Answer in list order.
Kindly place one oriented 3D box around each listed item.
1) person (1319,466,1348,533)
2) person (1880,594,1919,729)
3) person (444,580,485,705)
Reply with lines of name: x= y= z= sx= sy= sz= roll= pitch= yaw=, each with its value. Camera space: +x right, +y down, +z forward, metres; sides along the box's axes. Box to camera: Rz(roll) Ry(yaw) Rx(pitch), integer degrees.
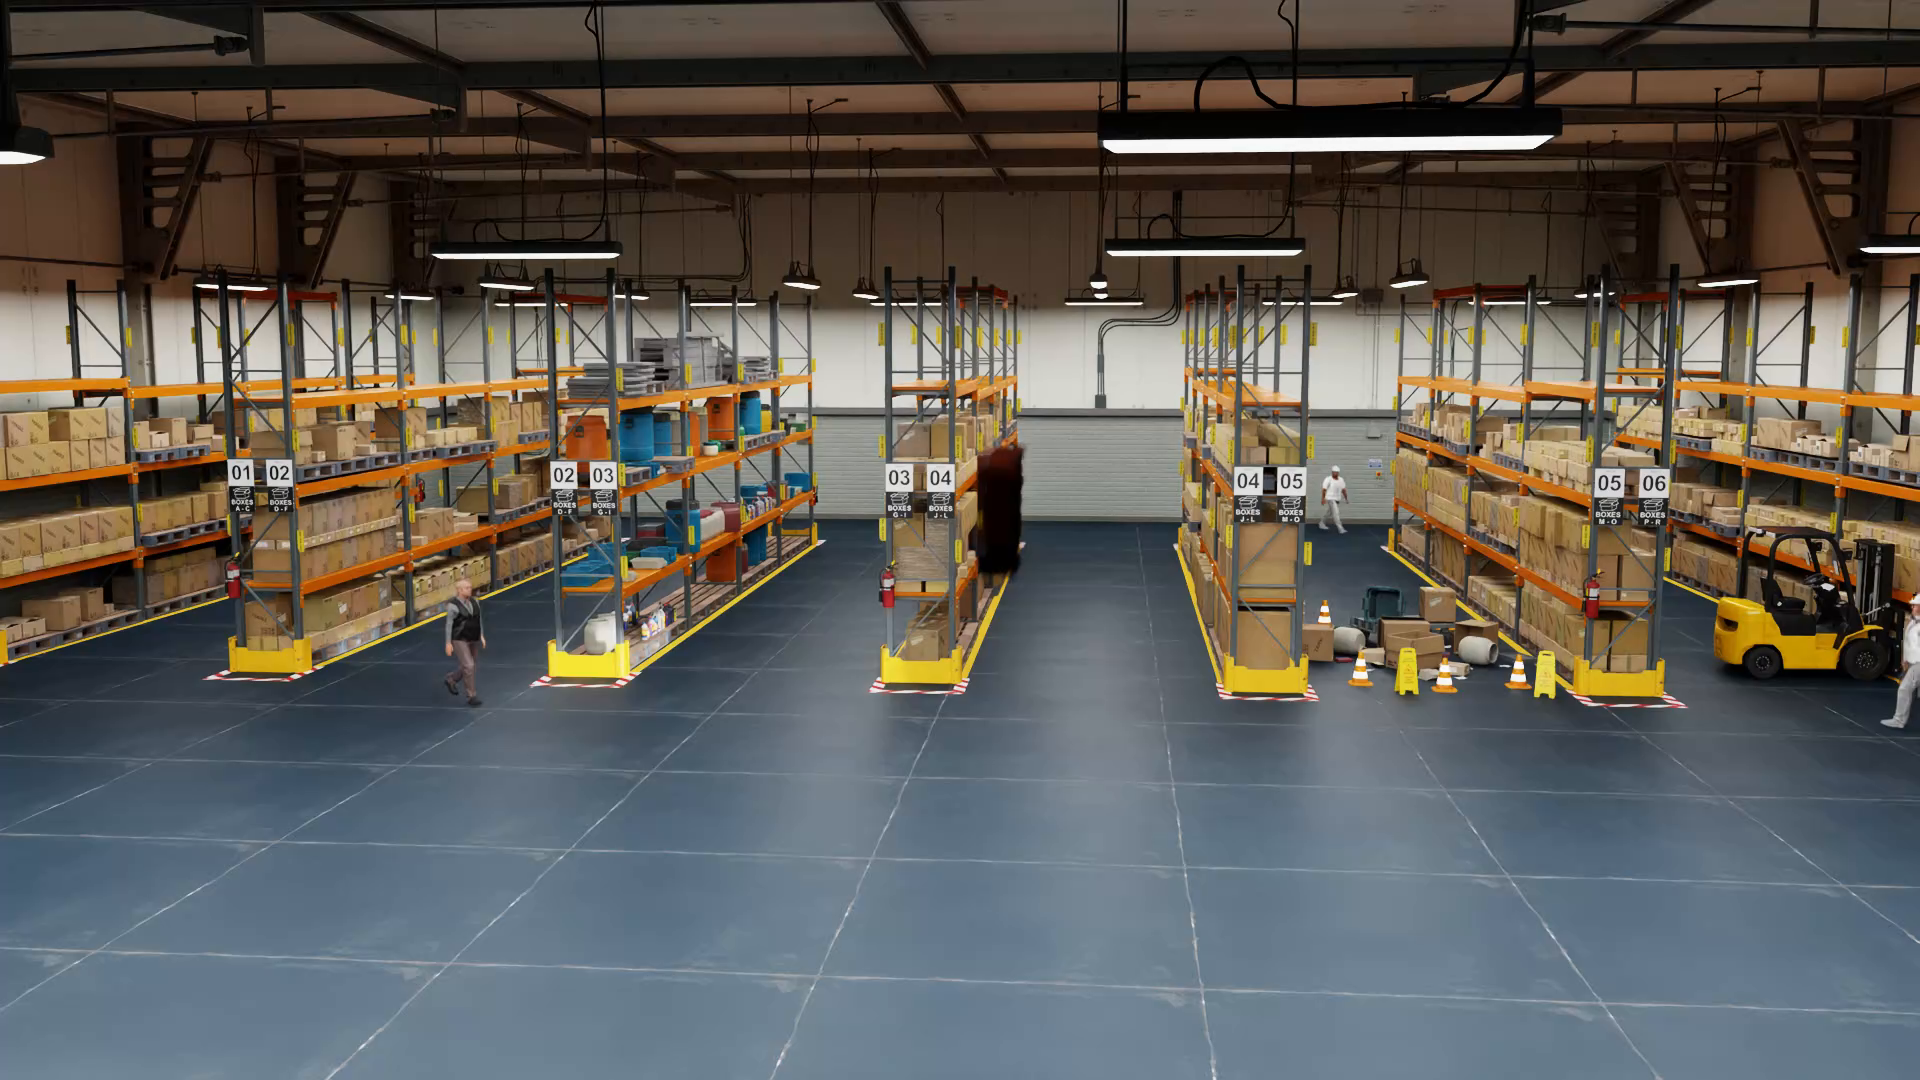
person: x=9.642 y=-1.059 z=42.728 sx=0.541 sy=1.698 sz=1.113 roll=-5 pitch=9 yaw=-37
person: x=12.350 y=1.554 z=21.327 sx=0.999 sy=1.739 sz=0.542 roll=1 pitch=7 yaw=5
person: x=-6.830 y=1.386 z=22.885 sx=0.927 sy=1.688 sz=0.568 roll=4 pitch=8 yaw=33
